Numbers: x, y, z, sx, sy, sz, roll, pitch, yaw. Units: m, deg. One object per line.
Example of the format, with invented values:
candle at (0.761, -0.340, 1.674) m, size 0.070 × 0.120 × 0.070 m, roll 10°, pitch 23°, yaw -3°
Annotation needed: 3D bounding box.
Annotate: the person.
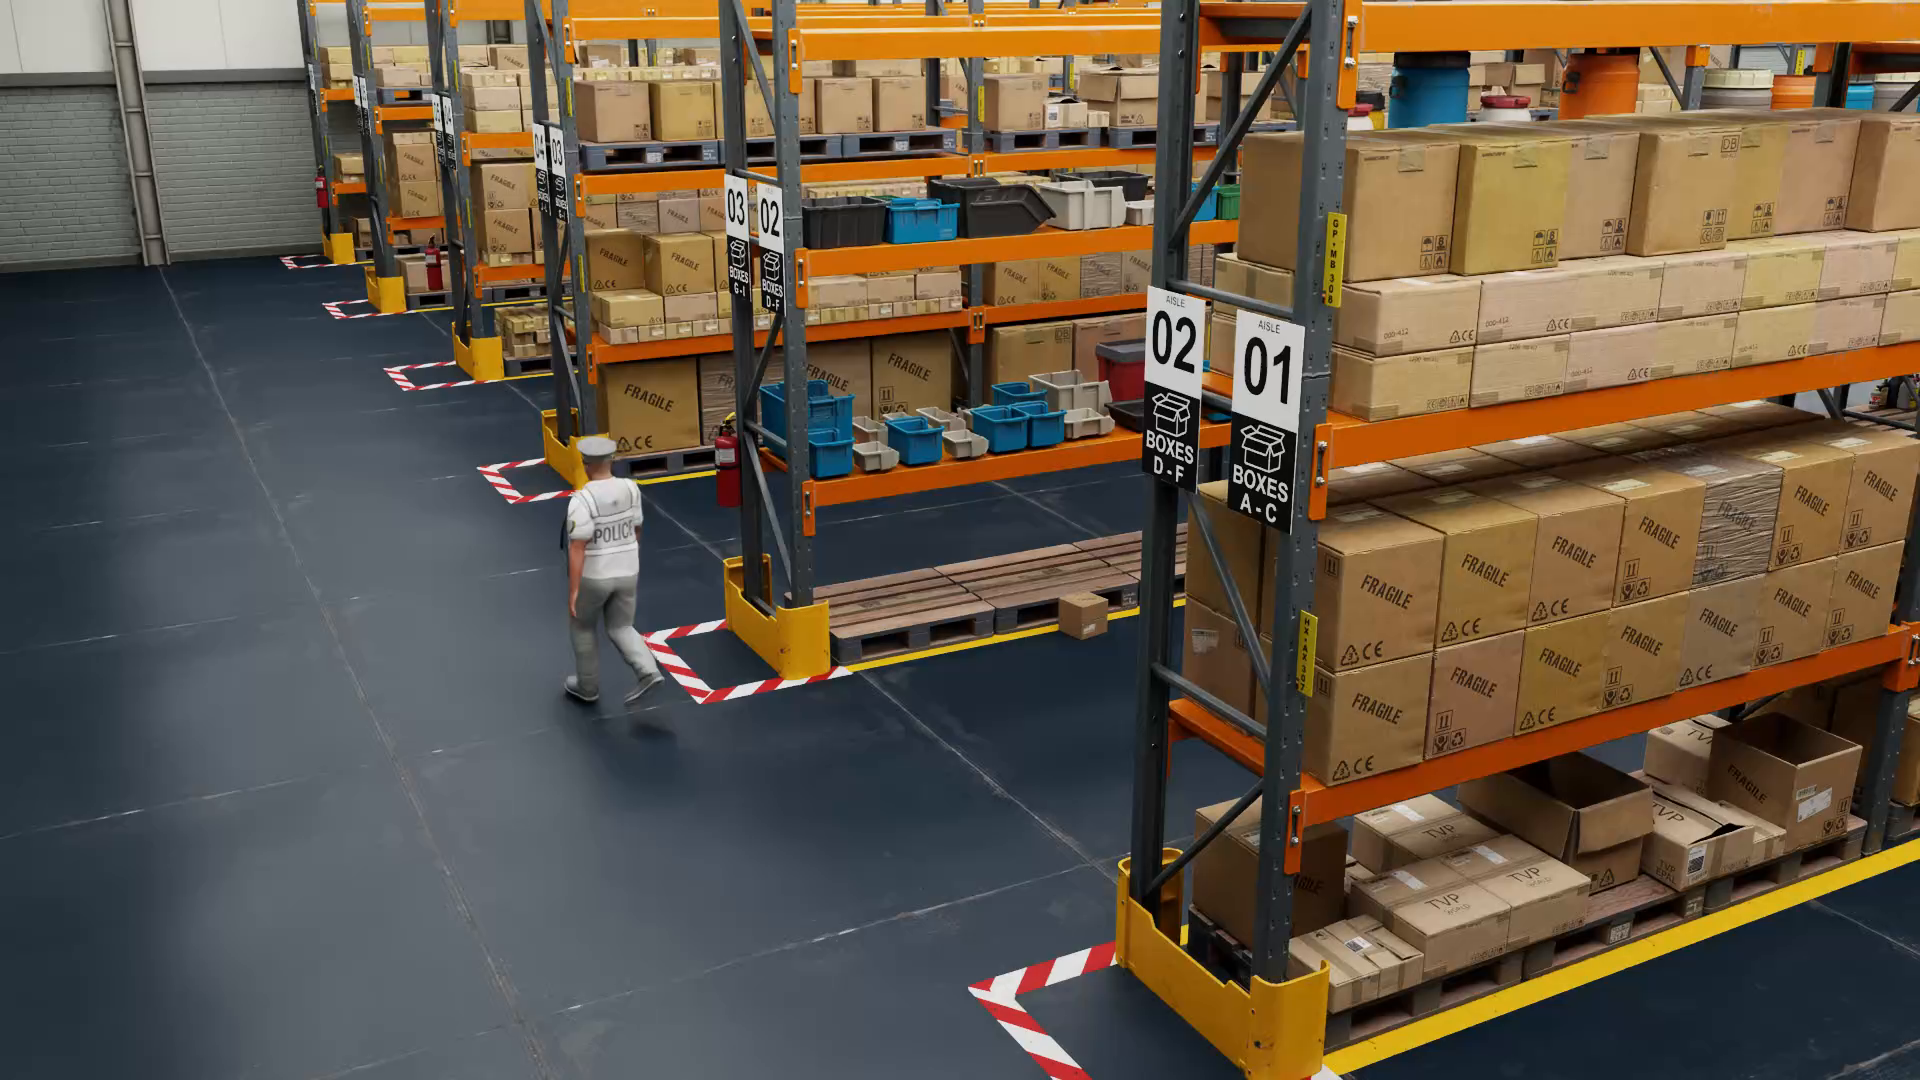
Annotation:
person at (-2.207, 0.218, 10.373) m, size 0.594 × 1.720 × 0.821 m, roll -14°, pitch 23°, yaw -36°
